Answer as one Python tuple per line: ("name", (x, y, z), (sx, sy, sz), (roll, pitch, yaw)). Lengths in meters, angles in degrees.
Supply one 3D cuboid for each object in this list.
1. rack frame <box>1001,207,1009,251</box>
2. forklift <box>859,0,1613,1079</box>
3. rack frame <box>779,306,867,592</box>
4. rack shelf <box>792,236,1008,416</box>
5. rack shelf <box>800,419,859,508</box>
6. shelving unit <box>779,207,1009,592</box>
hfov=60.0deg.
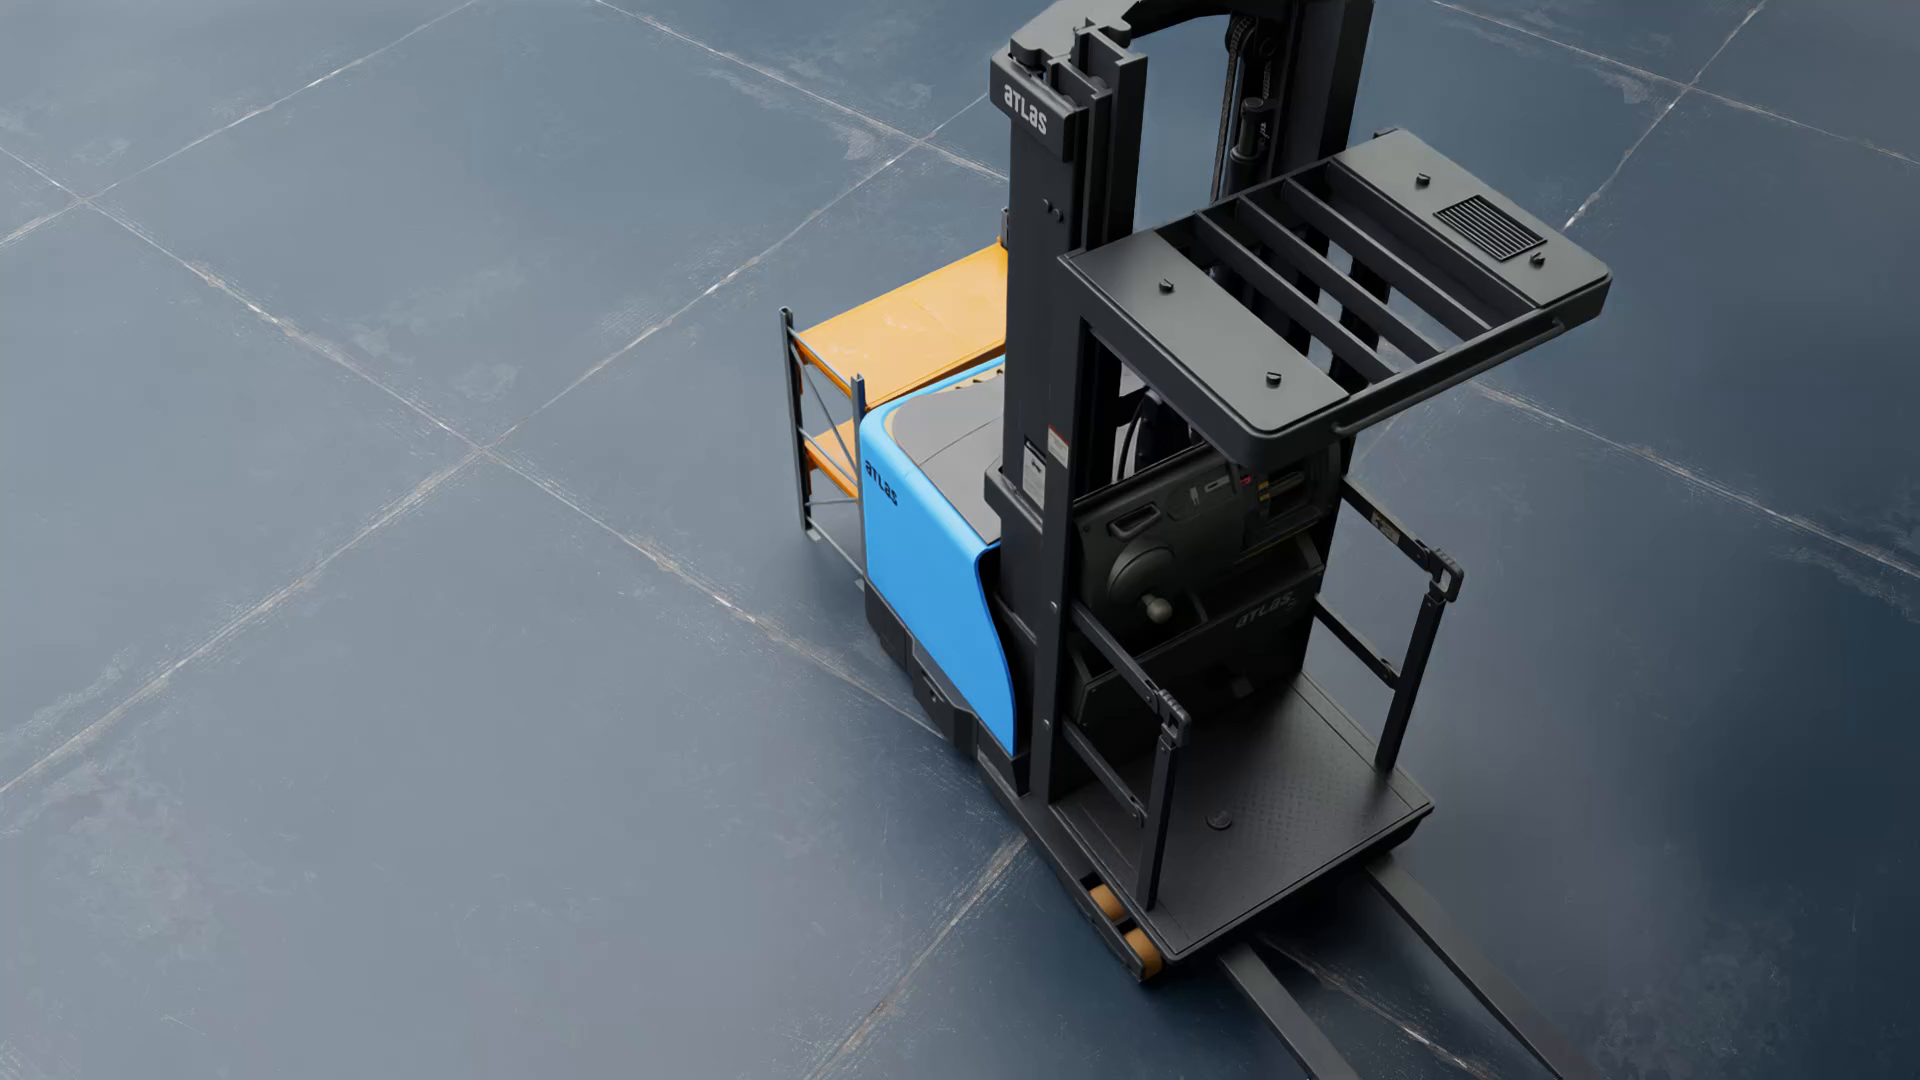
("rack frame", (0.321, -0.749, 6.688), (0.032, 1.125, 0.500), (-29, 53, -25))
("forklift", (0.851, 0.015, 4.709), (1.130, 2.935, 3.031), (-25, 51, -22))
("rack frame", (-0.490, -0.307, 6.265), (0.032, 1.125, 0.500), (-29, 53, -25))
("rack shelf", (-0.085, -0.730, 6.265), (1.000, 0.278, 0.538), (-29, 53, -25))
("rack shelf", (-0.085, -0.359, 6.653), (1.000, 0.278, 0.538), (-29, 53, -25))
("shelving unit", (-0.085, -0.528, 6.476), (1.048, 1.125, 0.538), (-29, 53, -25))
